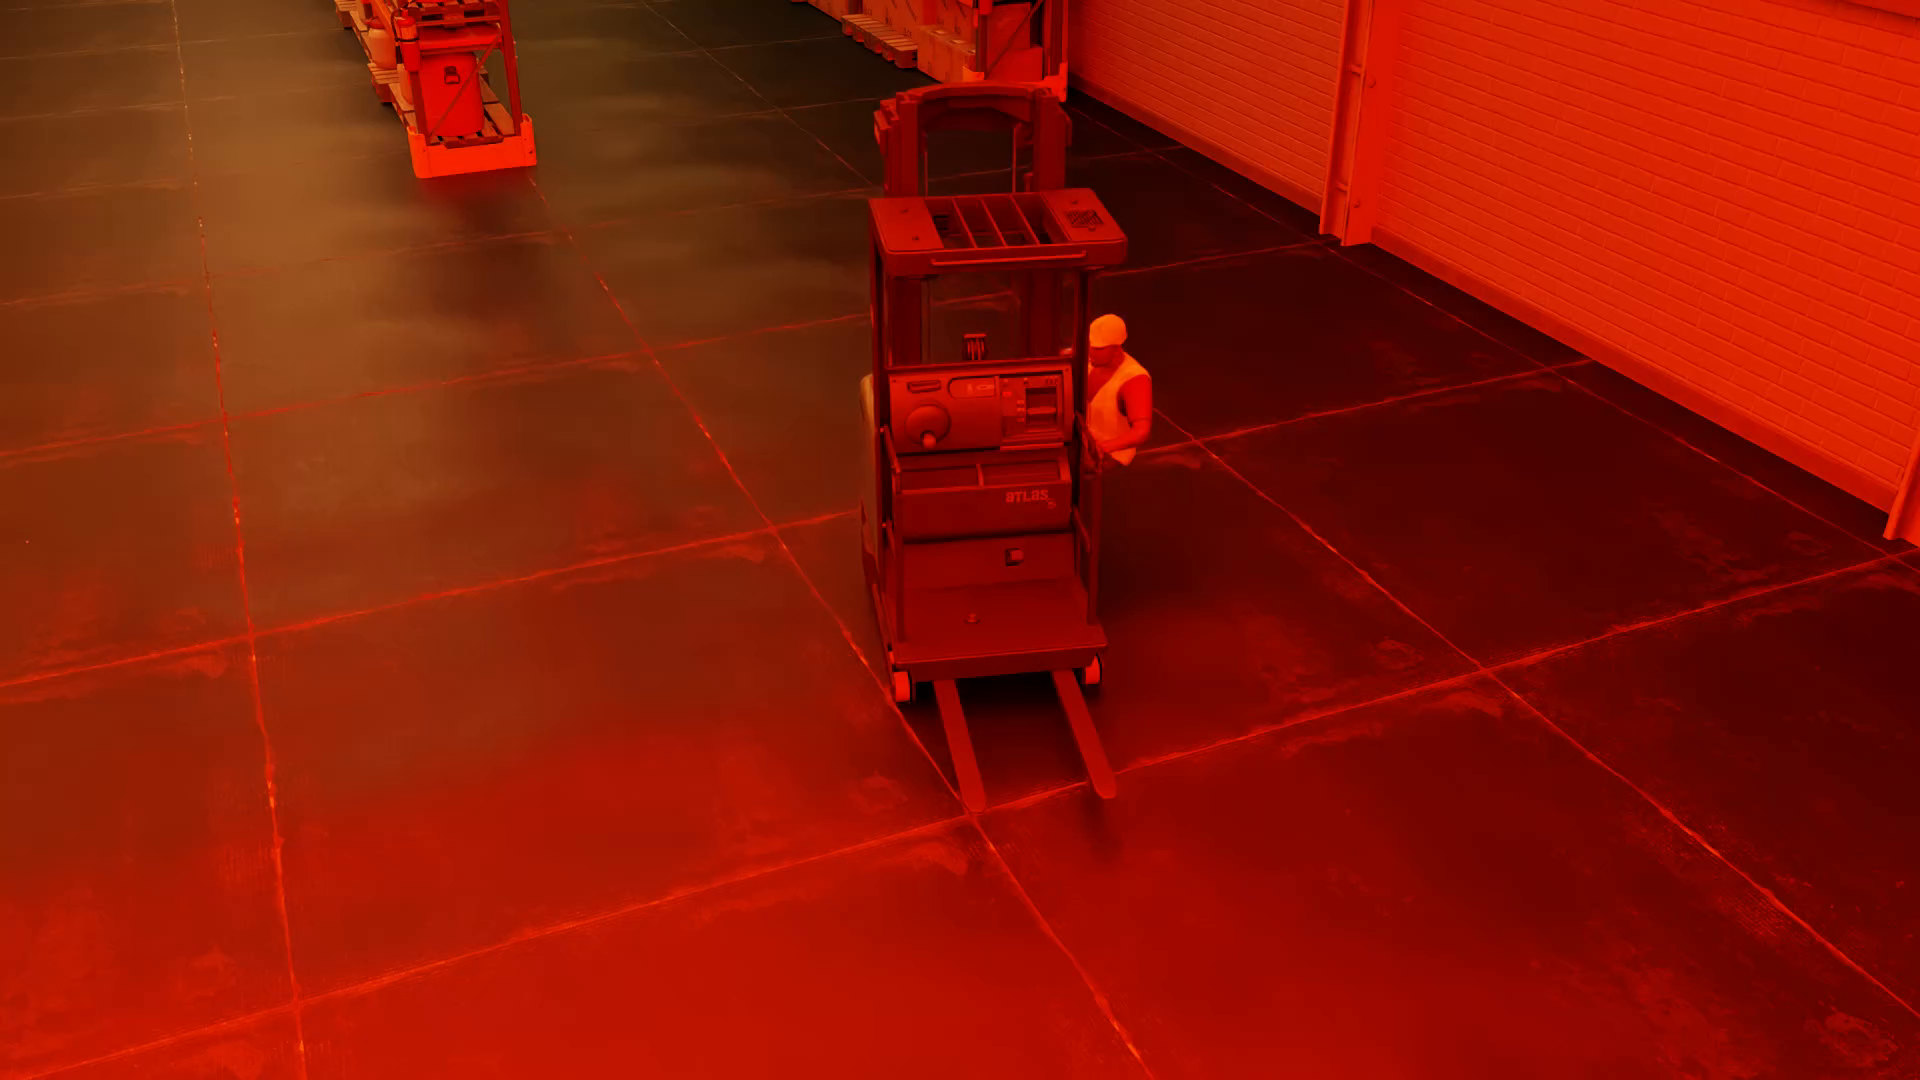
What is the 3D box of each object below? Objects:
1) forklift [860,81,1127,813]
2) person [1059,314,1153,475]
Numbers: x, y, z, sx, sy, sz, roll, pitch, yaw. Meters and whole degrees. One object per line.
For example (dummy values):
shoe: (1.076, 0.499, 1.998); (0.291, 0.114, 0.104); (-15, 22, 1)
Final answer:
forklift: (0.146, -0.622, 8.207); (1.130, 2.935, 3.031); (-4, 30, -8)
person: (0.636, -0.532, 9.477); (0.863, 1.521, 0.939); (-26, 39, -37)
